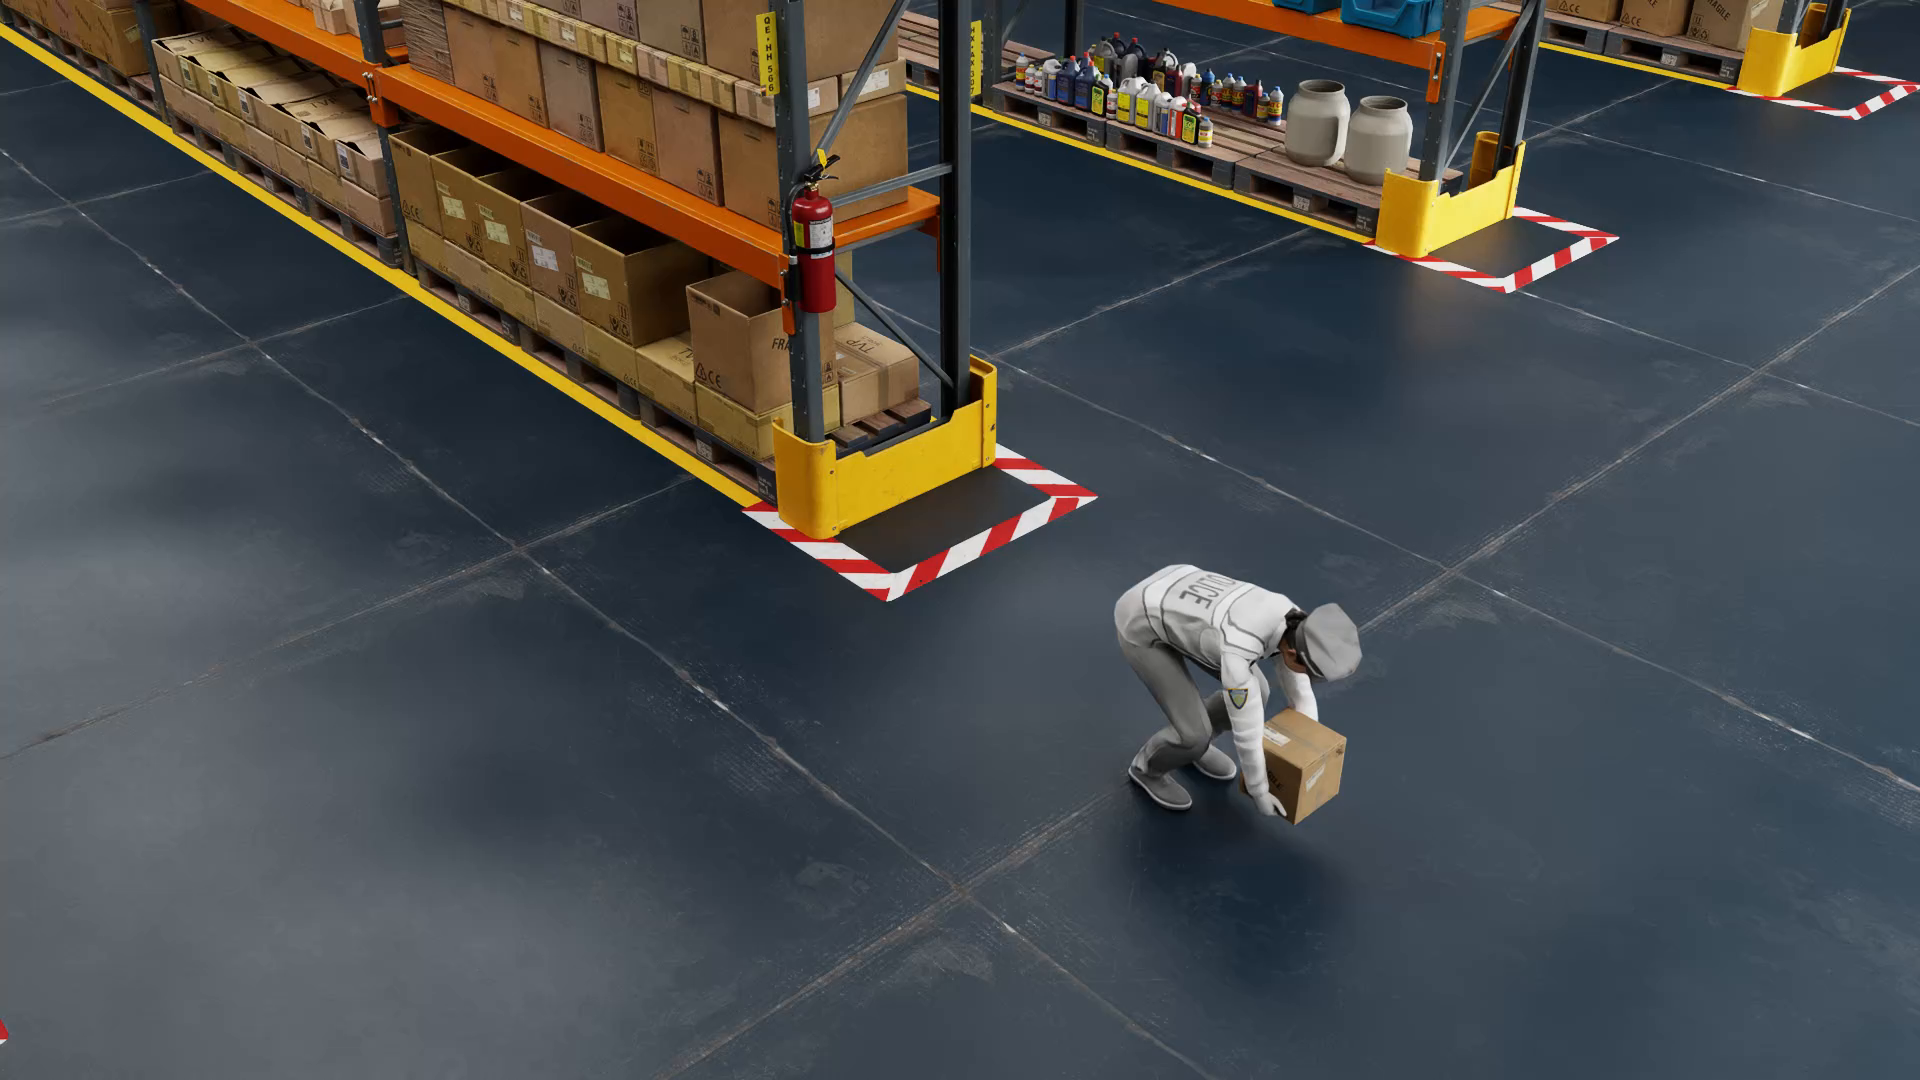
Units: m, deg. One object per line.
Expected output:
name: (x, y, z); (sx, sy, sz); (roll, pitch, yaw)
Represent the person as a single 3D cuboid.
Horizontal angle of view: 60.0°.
person: (0.957, 0.540, 5.908); (0.917, 0.991, 0.467); (28, 41, 37)
